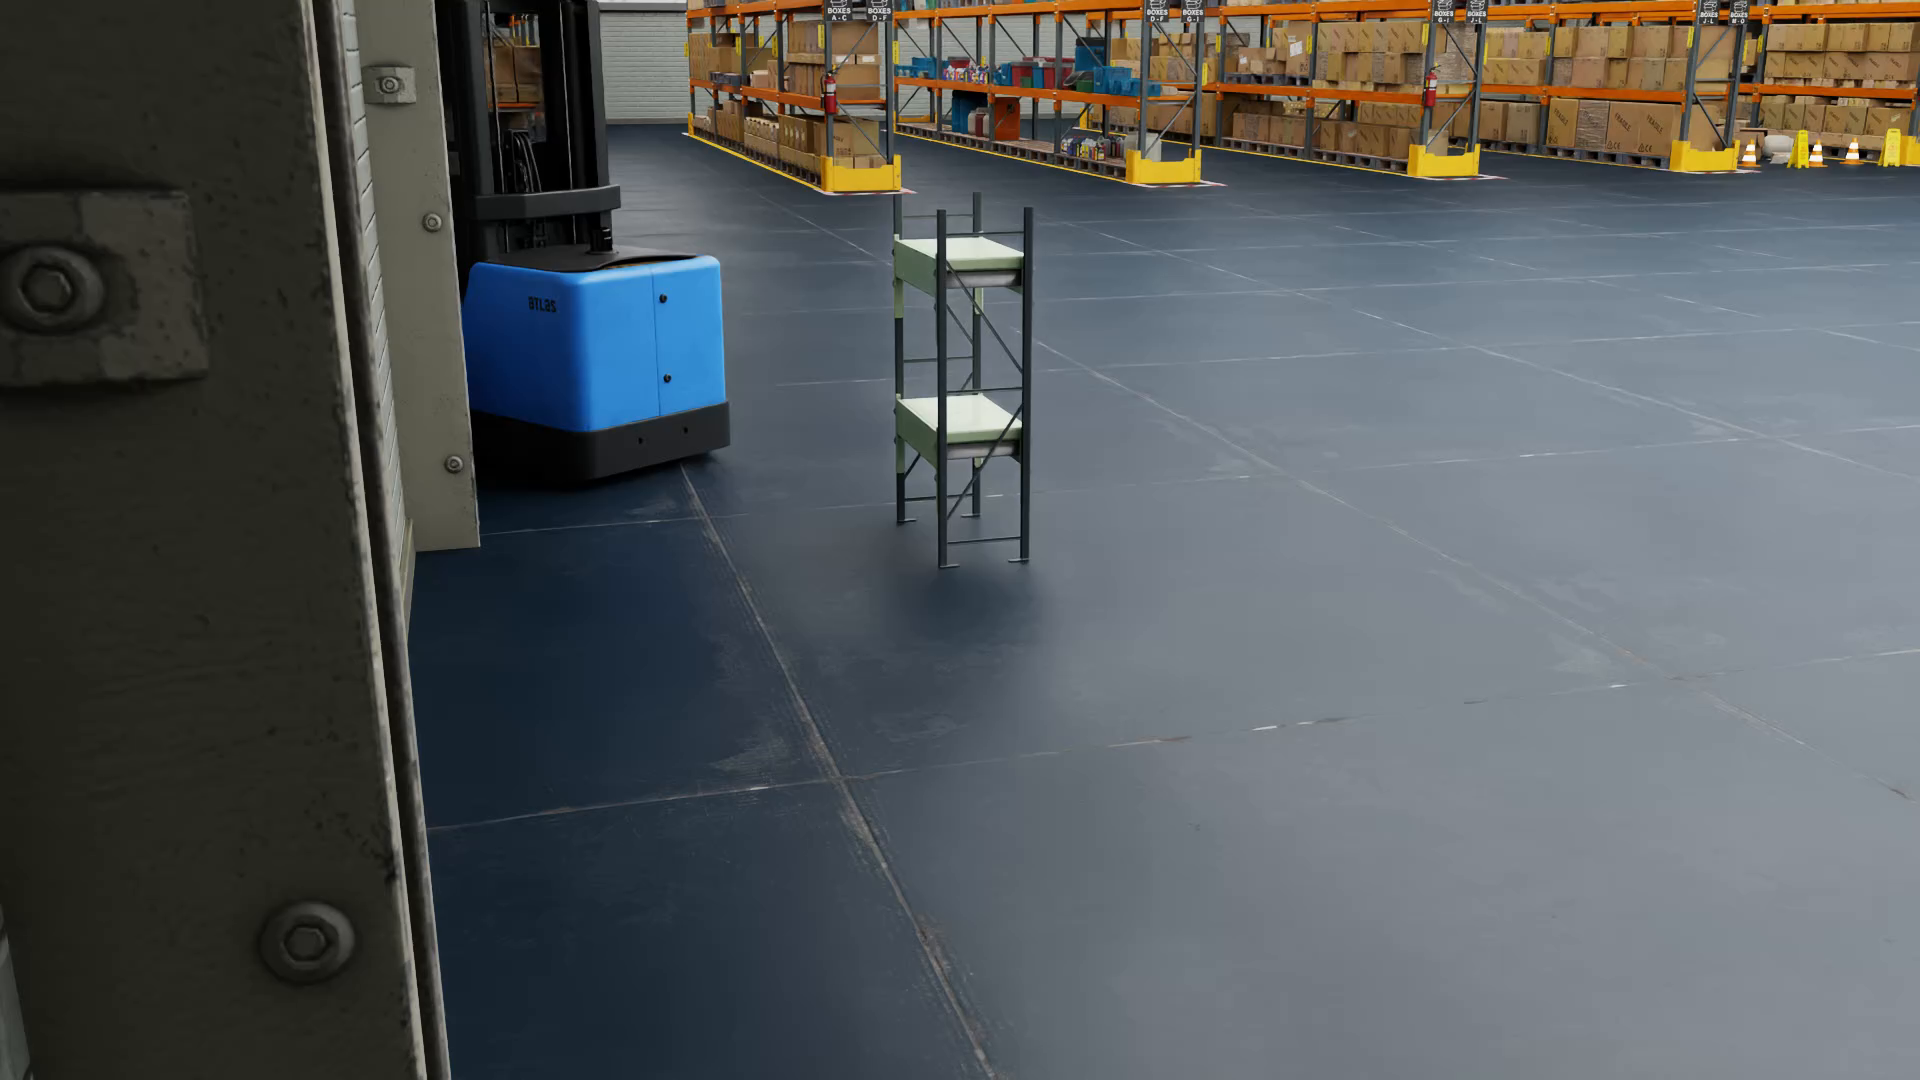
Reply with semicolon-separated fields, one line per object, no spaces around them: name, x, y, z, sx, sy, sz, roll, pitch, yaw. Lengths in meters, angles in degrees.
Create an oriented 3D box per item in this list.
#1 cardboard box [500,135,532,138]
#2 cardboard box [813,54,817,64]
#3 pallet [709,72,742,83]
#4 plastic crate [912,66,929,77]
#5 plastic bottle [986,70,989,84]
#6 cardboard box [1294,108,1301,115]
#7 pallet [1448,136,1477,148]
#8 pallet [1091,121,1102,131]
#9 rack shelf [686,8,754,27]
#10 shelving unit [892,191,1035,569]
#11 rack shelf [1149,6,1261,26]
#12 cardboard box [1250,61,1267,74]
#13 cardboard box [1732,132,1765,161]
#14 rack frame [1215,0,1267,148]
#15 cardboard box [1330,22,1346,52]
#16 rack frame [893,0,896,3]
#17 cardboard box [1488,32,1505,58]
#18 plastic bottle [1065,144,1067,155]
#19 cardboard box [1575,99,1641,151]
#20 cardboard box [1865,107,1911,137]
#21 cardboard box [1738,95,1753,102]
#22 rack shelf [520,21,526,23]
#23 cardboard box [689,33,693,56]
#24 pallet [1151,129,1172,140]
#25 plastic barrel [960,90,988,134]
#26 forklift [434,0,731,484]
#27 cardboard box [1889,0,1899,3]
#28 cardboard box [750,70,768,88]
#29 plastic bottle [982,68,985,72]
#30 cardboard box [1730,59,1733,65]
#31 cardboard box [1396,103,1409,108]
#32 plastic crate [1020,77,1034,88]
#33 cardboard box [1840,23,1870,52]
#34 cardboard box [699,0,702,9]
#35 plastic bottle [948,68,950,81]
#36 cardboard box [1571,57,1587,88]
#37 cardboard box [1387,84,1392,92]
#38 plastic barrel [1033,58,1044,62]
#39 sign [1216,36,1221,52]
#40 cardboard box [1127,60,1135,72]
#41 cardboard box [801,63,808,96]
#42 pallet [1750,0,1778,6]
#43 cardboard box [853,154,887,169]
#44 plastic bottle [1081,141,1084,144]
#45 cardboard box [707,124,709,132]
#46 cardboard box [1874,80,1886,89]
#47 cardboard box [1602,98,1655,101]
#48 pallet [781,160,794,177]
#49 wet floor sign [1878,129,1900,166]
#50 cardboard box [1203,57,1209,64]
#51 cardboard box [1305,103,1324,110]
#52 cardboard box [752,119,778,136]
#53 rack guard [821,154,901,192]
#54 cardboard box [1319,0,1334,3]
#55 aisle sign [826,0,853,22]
cardboard box;-7.024;-6.139;26.256;0.500;0.500;0.500;-6;18;-19
cardboard box;-2.058;-7.430;25.673;0.380;0.149;0.250;-4;17;-14
pallet;-4.669;-9.694;34.842;1.003;0.211;1.213;-5;17;-15
plastic crate;-0.924;-10.919;38.776;0.416;0.233;0.300;-5;17;-15
plastic bottle;0.558;-9.322;33.473;0.061;0.283;0.133;-5;17;-15
cardboard box;8.640;-10.795;41.883;0.380;0.149;0.250;-6;18;-18
pallet;10.782;-8.496;35.368;1.003;0.211;1.213;-5;17;-15
pallet;3.938;-10.353;41.552;1.003;0.211;1.213;-5;17;-15
rack shelf;-5.334;-11.660;37.093;1.077;0.370;4.000;-5;17;-15
shelving unit;0.002;-0.716;7.230;0.431;1.500;0.755;-5;17;-15
rack shelf;5.292;-11.336;36.014;1.077;0.370;4.000;-5;17;-15
cardboard box;6.081;-9.338;32.857;0.500;0.250;0.500;-5;17;-17
cardboard box;14.651;-7.352;31.052;0.637;0.503;0.797;11;20;32
rack frame;5.841;-9.691;34.500;1.000;3.000;0.127;-5;17;-15
cardboard box;6.959;-8.971;29.674;0.500;0.500;0.500;-5;17;-15
rack frame;-1.120;-14.385;39.700;1.000;3.000;0.127;-5;17;-15
cardboard box;11.176;-10.034;33.730;0.700;0.500;0.500;-5;17;-16
plastic bottle;1.900;-6.884;29.256;0.097;0.201;0.097;0;17;0
cardboard box;12.094;-7.704;30.847;0.875;0.875;0.875;-5;17;-15
cardboard box;17.097;-7.706;30.638;0.500;0.500;0.500;-5;17;-15
cardboard box;19.304;-10.812;40.721;0.380;0.149;0.250;-4;17;-13
rack shelf;-7.897;-9.055;28.419;1.077;0.370;4.000;-5;17;-15
cardboard box;-6.015;-11.505;38.627;0.500;0.500;0.500;-4;17;-14
pallet;5.026;-9.254;37.894;1.003;0.211;1.213;-5;17;-15
plastic barrel;0.307;-9.254;35.964;0.600;0.901;0.708;-5;17;-15
forklift;-2.688;-2.009;9.046;3.031;2.935;1.130;13;21;37
cardboard box;17.061;-9.797;30.075;0.380;0.149;0.250;-4;17;-14
cardboard box;-3.625;-8.603;31.034;0.500;0.311;0.500;-5;17;-16
plastic bottle;0.523;-10.005;35.770;0.097;0.271;0.097;0;17;0
cardboard box;15.984;-10.006;34.128;0.500;0.500;0.500;-5;17;-15
cardboard box;10.049;-9.725;36.927;0.500;0.250;0.500;-4;17;-14
plastic crate;1.428;-8.551;31.073;0.450;0.188;0.662;-5;17;-15
cardboard box;16.847;-9.328;30.864;0.700;0.500;0.500;-5;17;-16
cardboard box;-5.446;-11.770;36.469;0.500;0.250;0.500;-5;17;-15
plastic bottle;-0.217;-10.115;36.134;0.097;0.271;0.097;0;17;0
cardboard box;12.023;-8.769;31.170;0.875;0.550;0.550;-5;17;-15
cardboard box;7.494;-7.697;28.300;0.380;0.149;0.250;-5;17;-15
plastic barrel;1.567;-9.085;32.289;0.421;0.512;0.421;0;17;0
sign;5.308;-10.201;34.184;0.100;0.325;0.005;-5;17;-15
cardboard box;4.224;-11.112;38.975;0.500;0.250;0.500;-4;17;-14
cardboard box;-2.172;-7.444;26.844;0.700;0.500;0.500;-4;17;-14
pallet;16.402;-10.894;33.617;1.213;0.211;1.003;-5;17;-15
cardboard box;-1.420;-5.746;25.417;0.500;0.250;0.500;-5;17;-15
plastic bottle;2.129;-6.751;28.690;0.097;0.271;0.097;0;17;0
cardboard box;-5.374;-9.095;36.706;0.380;0.149;0.250;-5;17;-15
cardboard box;17.034;-8.362;30.511;0.380;0.149;0.250;-5;17;-16
cardboard box;15.260;-9.856;38.011;0.875;0.875;0.875;-5;17;-16
pallet;-2.407;-6.244;27.870;1.003;0.211;1.213;-5;17;-15
wet floor sign;16.592;-6.997;29.624;0.267;0.644;0.232;1;17;4
cardboard box;5.336;-9.994;35.335;0.500;0.500;0.500;-5;17;-16
cardboard box;8.762;-10.715;41.101;0.380;0.149;0.250;-5;18;-17
cardboard box;-3.533;-7.608;30.639;0.500;0.311;0.500;-5;17;-17
rack guard;-1.480;-5.492;24.867;1.175;0.500;0.348;-5;17;-15
cardboard box;6.818;-9.805;29.925;0.500;0.250;0.500;-5;18;-17
aisle sign;-1.751;-7.900;24.017;0.394;0.787;0.004;-5;17;-15
